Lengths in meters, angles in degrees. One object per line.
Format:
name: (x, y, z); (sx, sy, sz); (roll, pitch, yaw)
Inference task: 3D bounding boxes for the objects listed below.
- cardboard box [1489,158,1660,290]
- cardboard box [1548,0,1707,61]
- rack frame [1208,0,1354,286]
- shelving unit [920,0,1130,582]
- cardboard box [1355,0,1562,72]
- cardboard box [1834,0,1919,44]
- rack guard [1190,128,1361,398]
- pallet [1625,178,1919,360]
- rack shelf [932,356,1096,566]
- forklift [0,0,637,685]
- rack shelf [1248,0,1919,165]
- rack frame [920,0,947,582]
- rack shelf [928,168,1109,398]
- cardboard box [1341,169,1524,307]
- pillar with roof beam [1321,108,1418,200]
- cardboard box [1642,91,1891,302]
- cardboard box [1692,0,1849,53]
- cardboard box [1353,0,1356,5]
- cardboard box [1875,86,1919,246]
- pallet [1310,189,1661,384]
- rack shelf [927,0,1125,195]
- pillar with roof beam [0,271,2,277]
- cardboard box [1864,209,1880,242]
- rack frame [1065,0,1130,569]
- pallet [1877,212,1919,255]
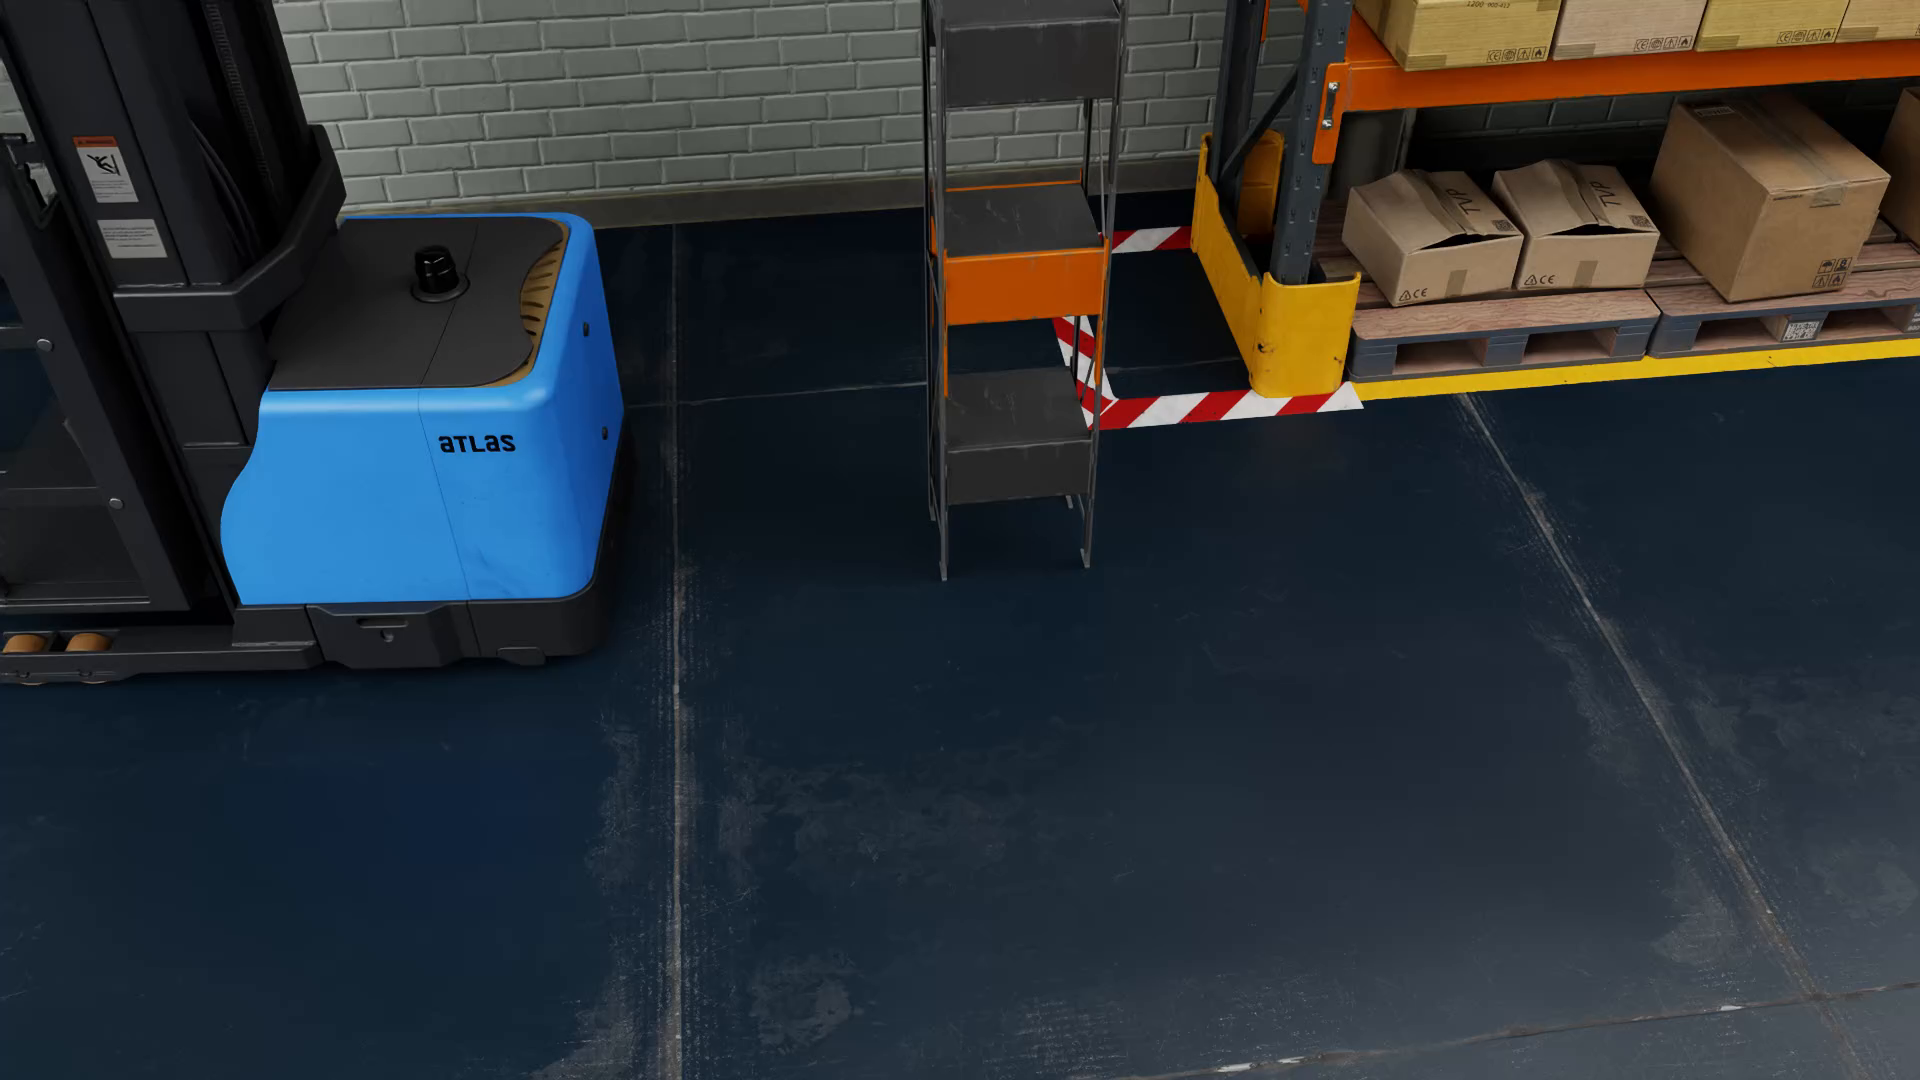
cardboard box: (2.417, -1.261, 6.588); (0.500, 0.311, 0.500); (-2, 42, -2)
cardboard box: (2.192, -1.885, 5.697); (0.500, 0.250, 0.500); (-6, 42, -7)
rack frame: (1.154, -2.047, 5.780); (0.127, 3.000, 1.000); (-5, 42, -6)
shelving unit: (0.164, -0.794, 5.063); (0.503, 2.100, 0.431); (-5, 42, -6)
cardboard box: (1.679, -1.830, 5.636); (0.500, 0.250, 0.500); (-6, 42, -7)
cardboard box: (3.200, -1.967, 5.788); (0.500, 0.250, 0.500); (-5, 42, -5)
rack guard: (1.229, -1.125, 6.624); (0.348, 0.500, 1.175); (-5, 42, -6)
pallet: (3.247, -1.169, 6.888); (1.213, 0.211, 1.003); (-5, 42, -6)
rack shelf: (0.164, -0.264, 5.541); (0.480, 0.518, 0.431); (-5, 42, -6)
forklift: (-2.656, -0.992, 4.662); (3.031, 2.935, 1.130); (-1, 42, -1)
rack shelf: (3.137, -1.953, 6.213); (4.000, 0.370, 1.077); (-5, 42, -6)
rack frame: (-0.078, -0.773, 5.039); (0.015, 2.100, 0.400); (-5, 42, -6)
rack shelf: (0.164, -0.784, 5.072); (0.480, 0.518, 0.431); (-5, 42, -6)
cardboard box: (1.852, -1.212, 6.533); (0.500, 0.311, 0.500); (-9, 43, -10)
pillar with roof beam: (2.294, -2.051, 1.305); (0.400, 9.000, 9.100); (-5, 42, -6)
cardboard box: (3.151, -1.362, 6.558); (0.500, 0.500, 0.700); (-7, 43, -8)
cardboard box: (2.698, -1.925, 5.741); (0.500, 0.250, 0.500); (-6, 42, -6)
cardboard box: (1.592, -2.168, 6.011); (0.500, 0.250, 0.500); (-4, 42, -5)
cardboard box: (4.096, -1.513, 6.725); (0.500, 0.500, 0.500); (-8, 43, -9)
pallet: (2.040, -1.065, 6.773); (1.213, 0.211, 1.003); (-5, 42, -6)
rack shelf: (0.164, -1.304, 4.603); (0.480, 0.518, 0.431); (-5, 42, -6)
pillar with roof beam: (-3.655, -1.530, 0.727); (0.400, 9.000, 9.100); (-5, 42, -6)
cardboard box: (3.532, -1.373, 6.833); (0.250, 0.149, 0.380); (-8, 43, -9)
rack frame: (0.406, -0.815, 5.086); (0.015, 2.100, 0.400); (-5, 42, -6)
pallet: (4.459, -1.277, 7.008); (1.213, 0.211, 1.003); (-5, 42, -6)
